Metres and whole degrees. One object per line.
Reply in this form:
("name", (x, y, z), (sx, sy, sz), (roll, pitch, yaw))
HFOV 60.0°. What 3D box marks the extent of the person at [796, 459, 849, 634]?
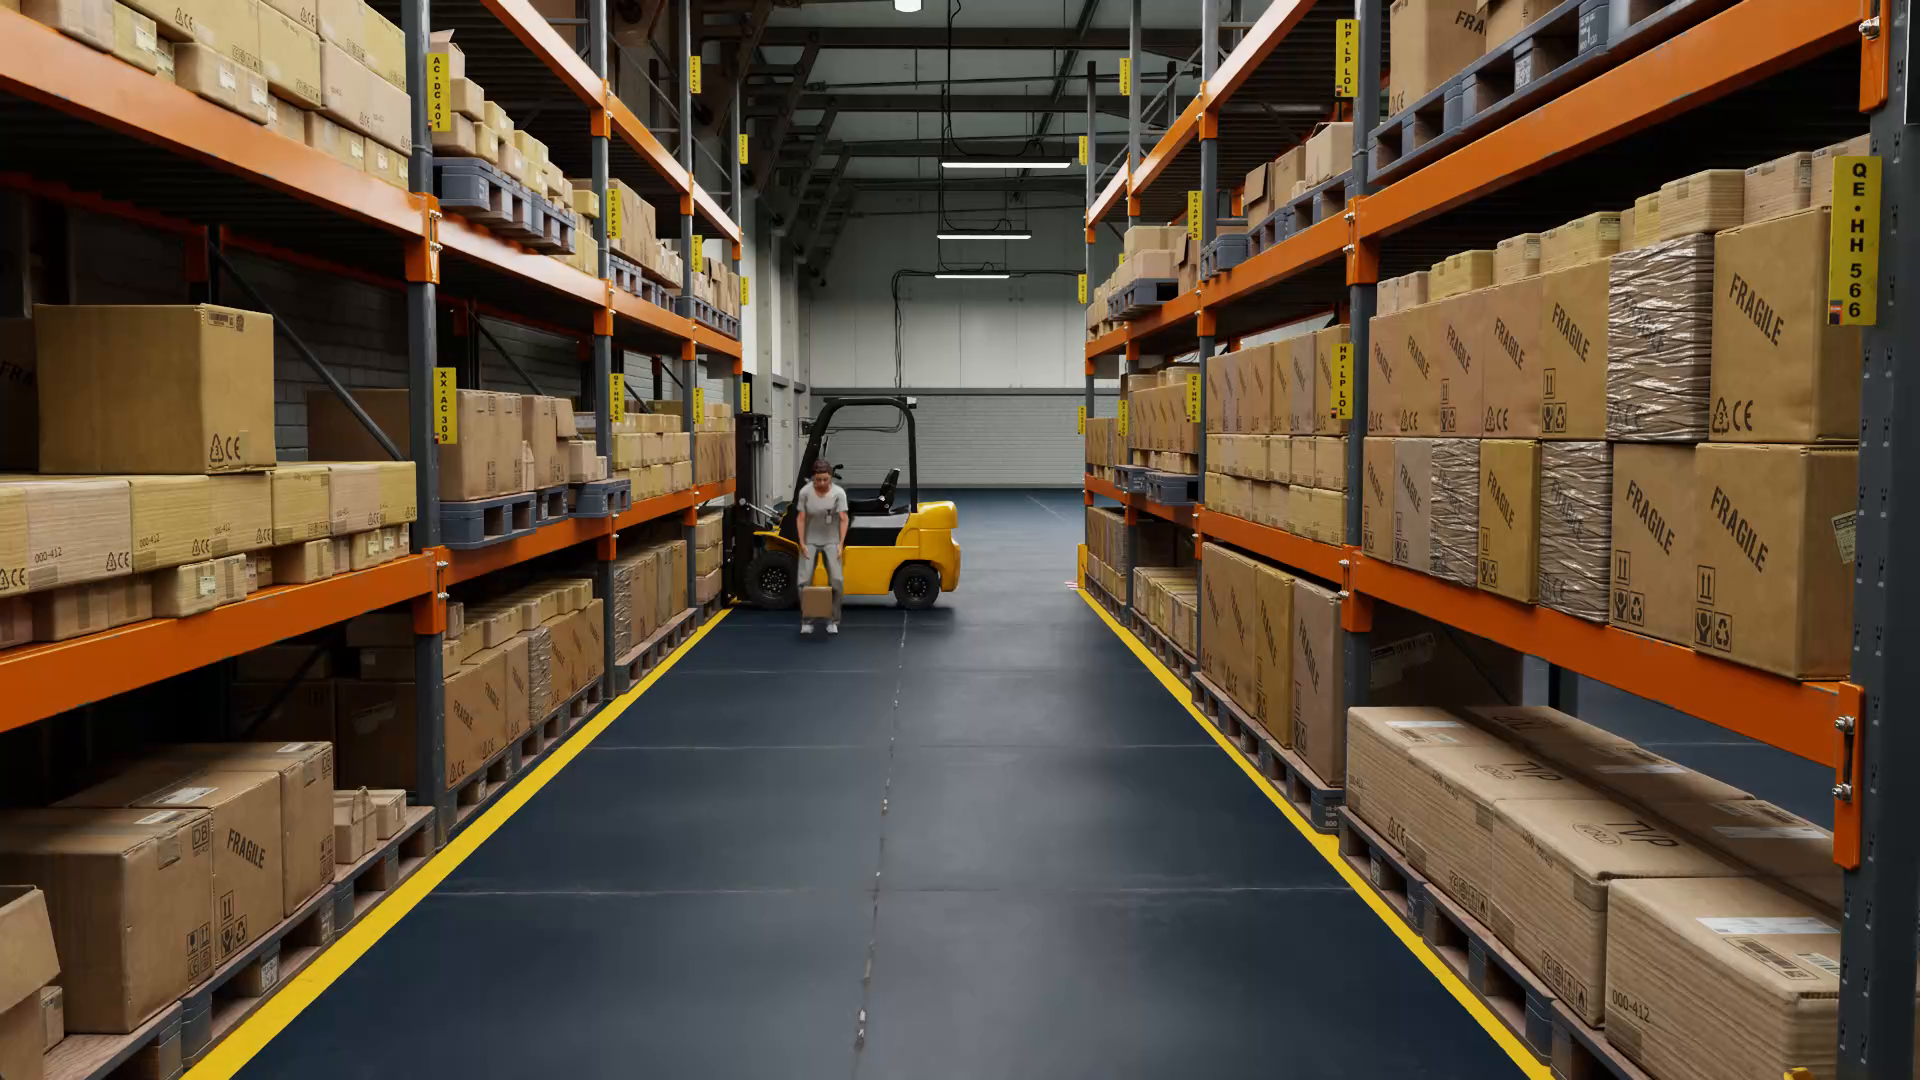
("person", (-1.234, 0.056, 14.960), (0.475, 1.573, 0.467), (0, 4, 0))
